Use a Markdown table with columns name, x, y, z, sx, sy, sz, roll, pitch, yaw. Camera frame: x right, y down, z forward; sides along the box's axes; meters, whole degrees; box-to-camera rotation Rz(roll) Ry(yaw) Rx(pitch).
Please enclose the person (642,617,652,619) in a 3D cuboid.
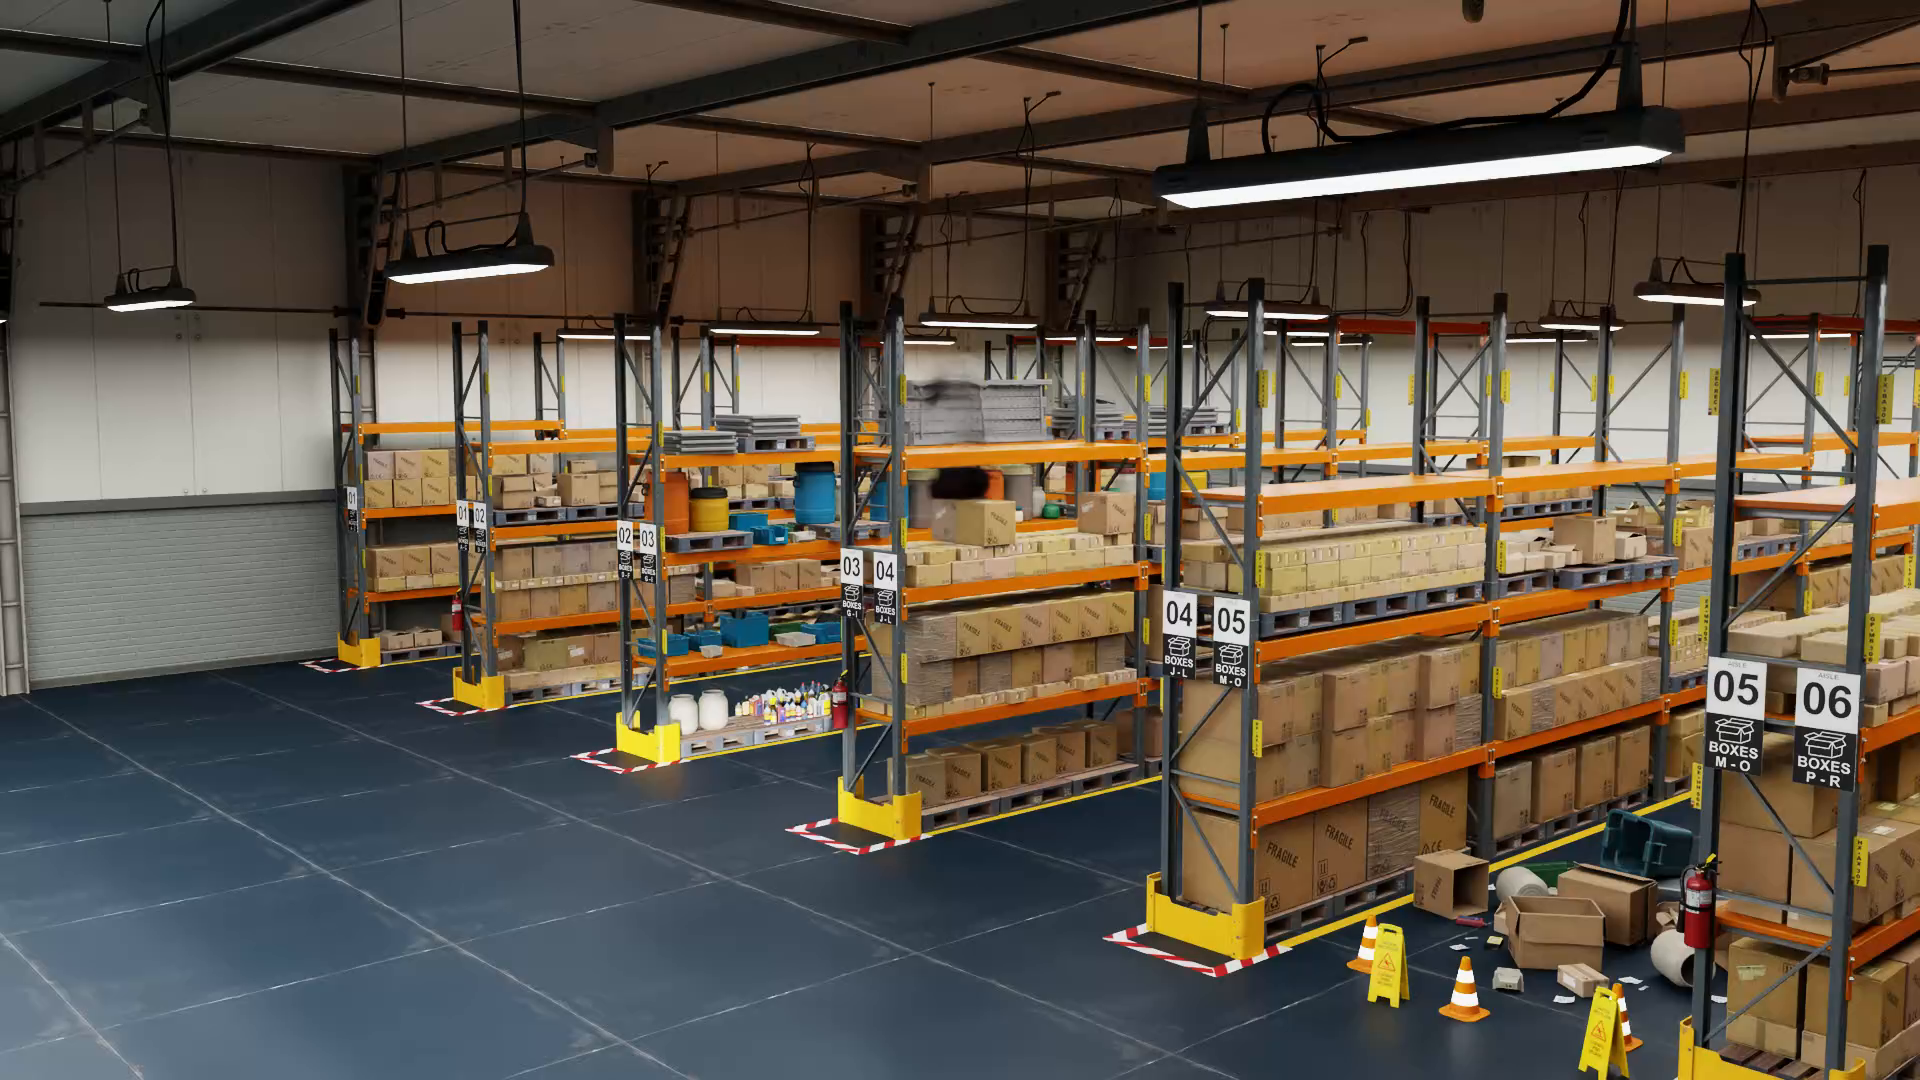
| name | x | y | z | sx | sy | sz | roll | pitch | yaw |
| --- | --- | --- | --- | --- | --- | --- | --- | --- | --- |
| person | -5.560 | 1.306 | 30.257 | 0.674 | 1.740 | 0.782 | 5 | 8 | 43 |
